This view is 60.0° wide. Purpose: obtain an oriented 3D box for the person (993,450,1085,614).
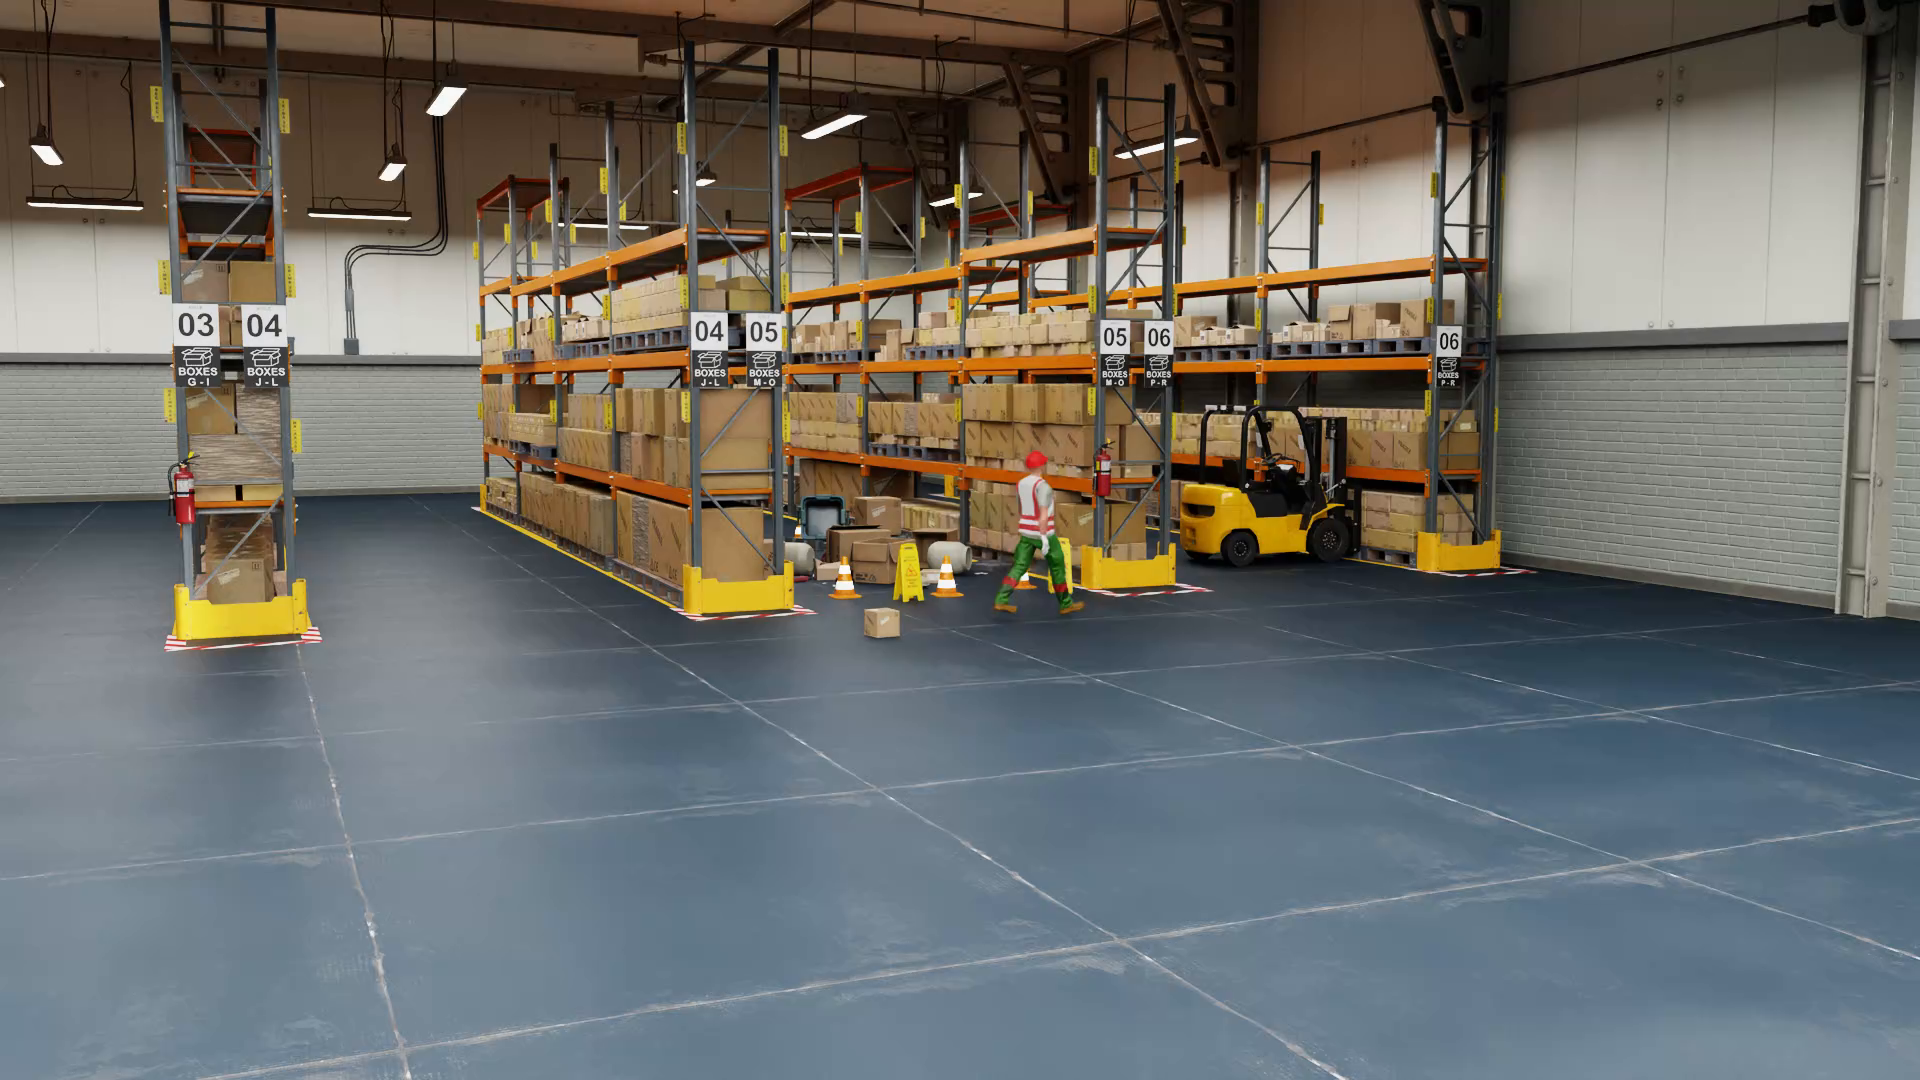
[{"bbox_3d":[0.825,-0.069,17.392,1.099,1.738,0.584,-5,7,-43],"label":"person"}]
